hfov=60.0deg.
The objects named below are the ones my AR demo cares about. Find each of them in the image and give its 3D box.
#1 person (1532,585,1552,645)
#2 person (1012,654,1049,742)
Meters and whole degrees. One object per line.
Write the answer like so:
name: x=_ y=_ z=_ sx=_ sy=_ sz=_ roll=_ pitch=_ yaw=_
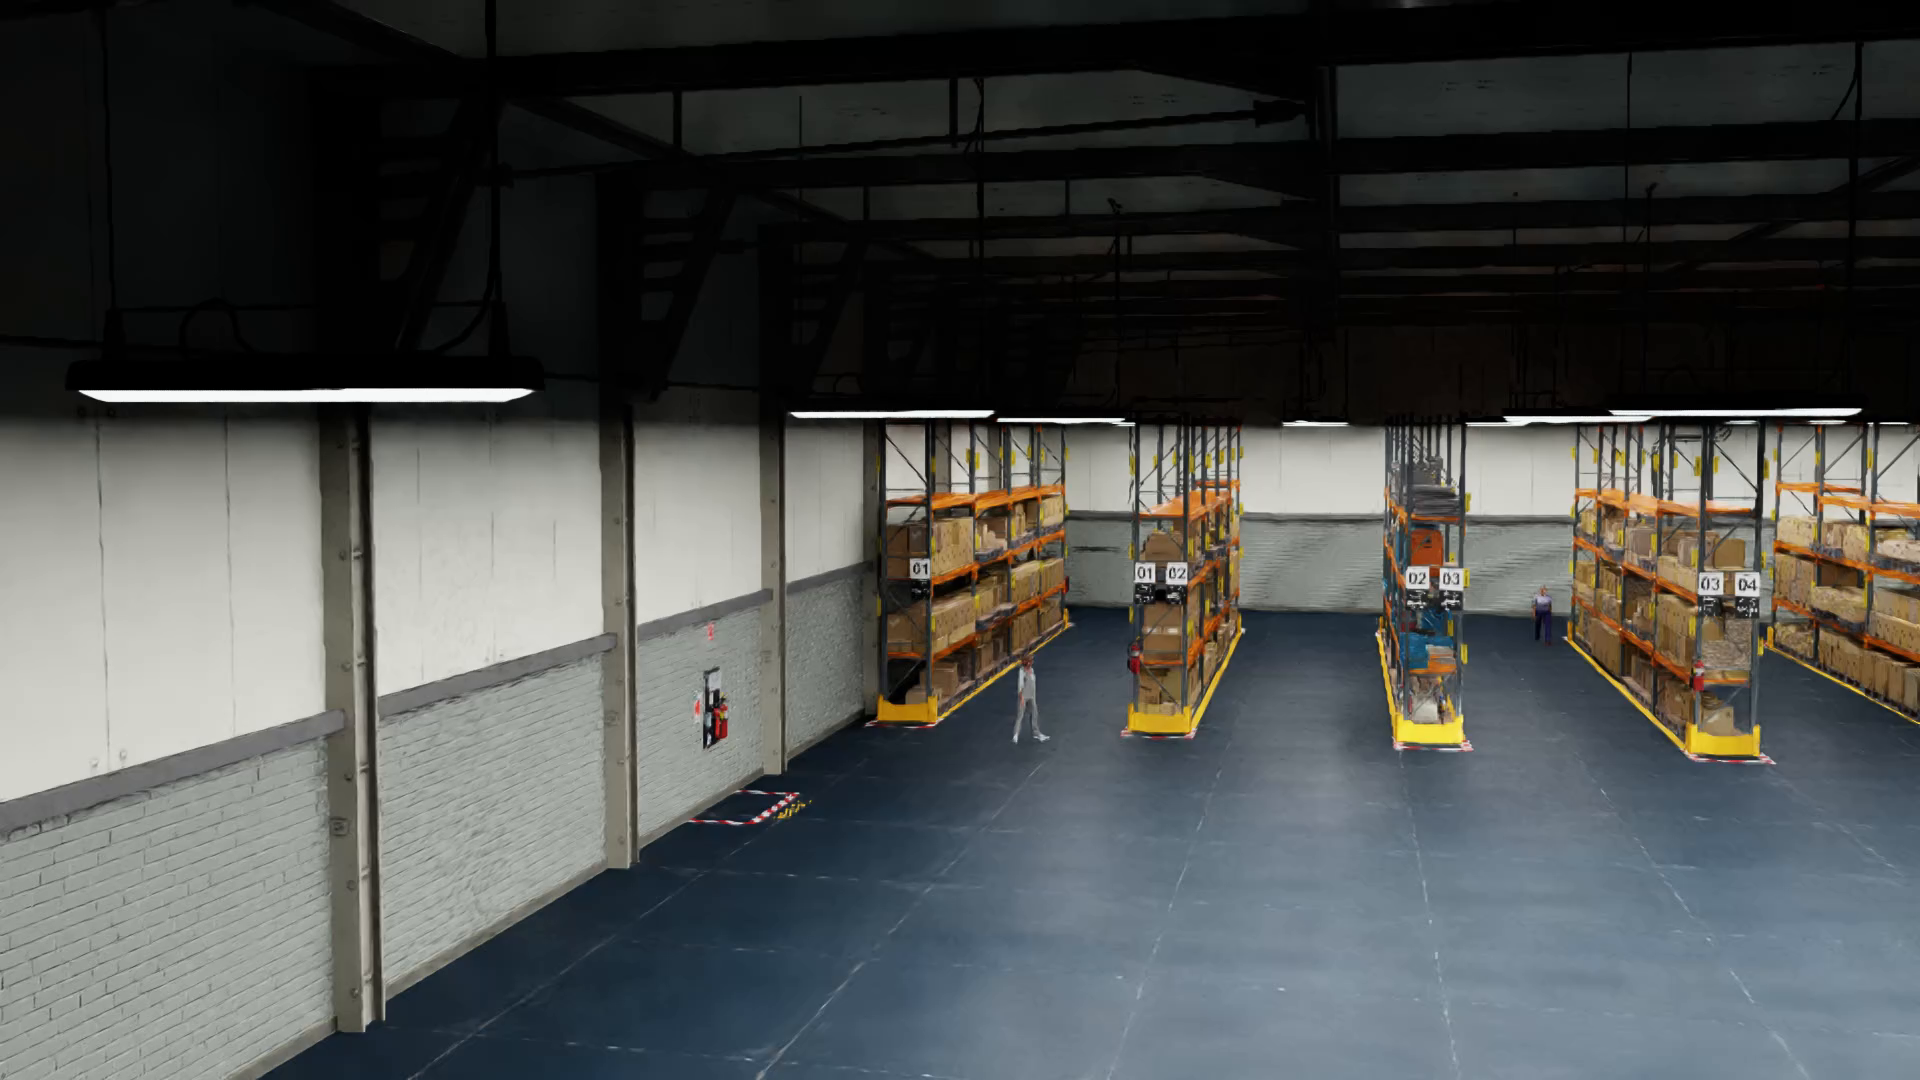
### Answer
person: x=15.373 y=1.956 z=43.929 sx=0.479 sy=1.567 sz=1.089 roll=1 pitch=4 yaw=16
person: x=1.240 y=2.868 z=30.257 sx=0.495 sy=1.592 sz=0.606 roll=4 pitch=5 yaw=43
